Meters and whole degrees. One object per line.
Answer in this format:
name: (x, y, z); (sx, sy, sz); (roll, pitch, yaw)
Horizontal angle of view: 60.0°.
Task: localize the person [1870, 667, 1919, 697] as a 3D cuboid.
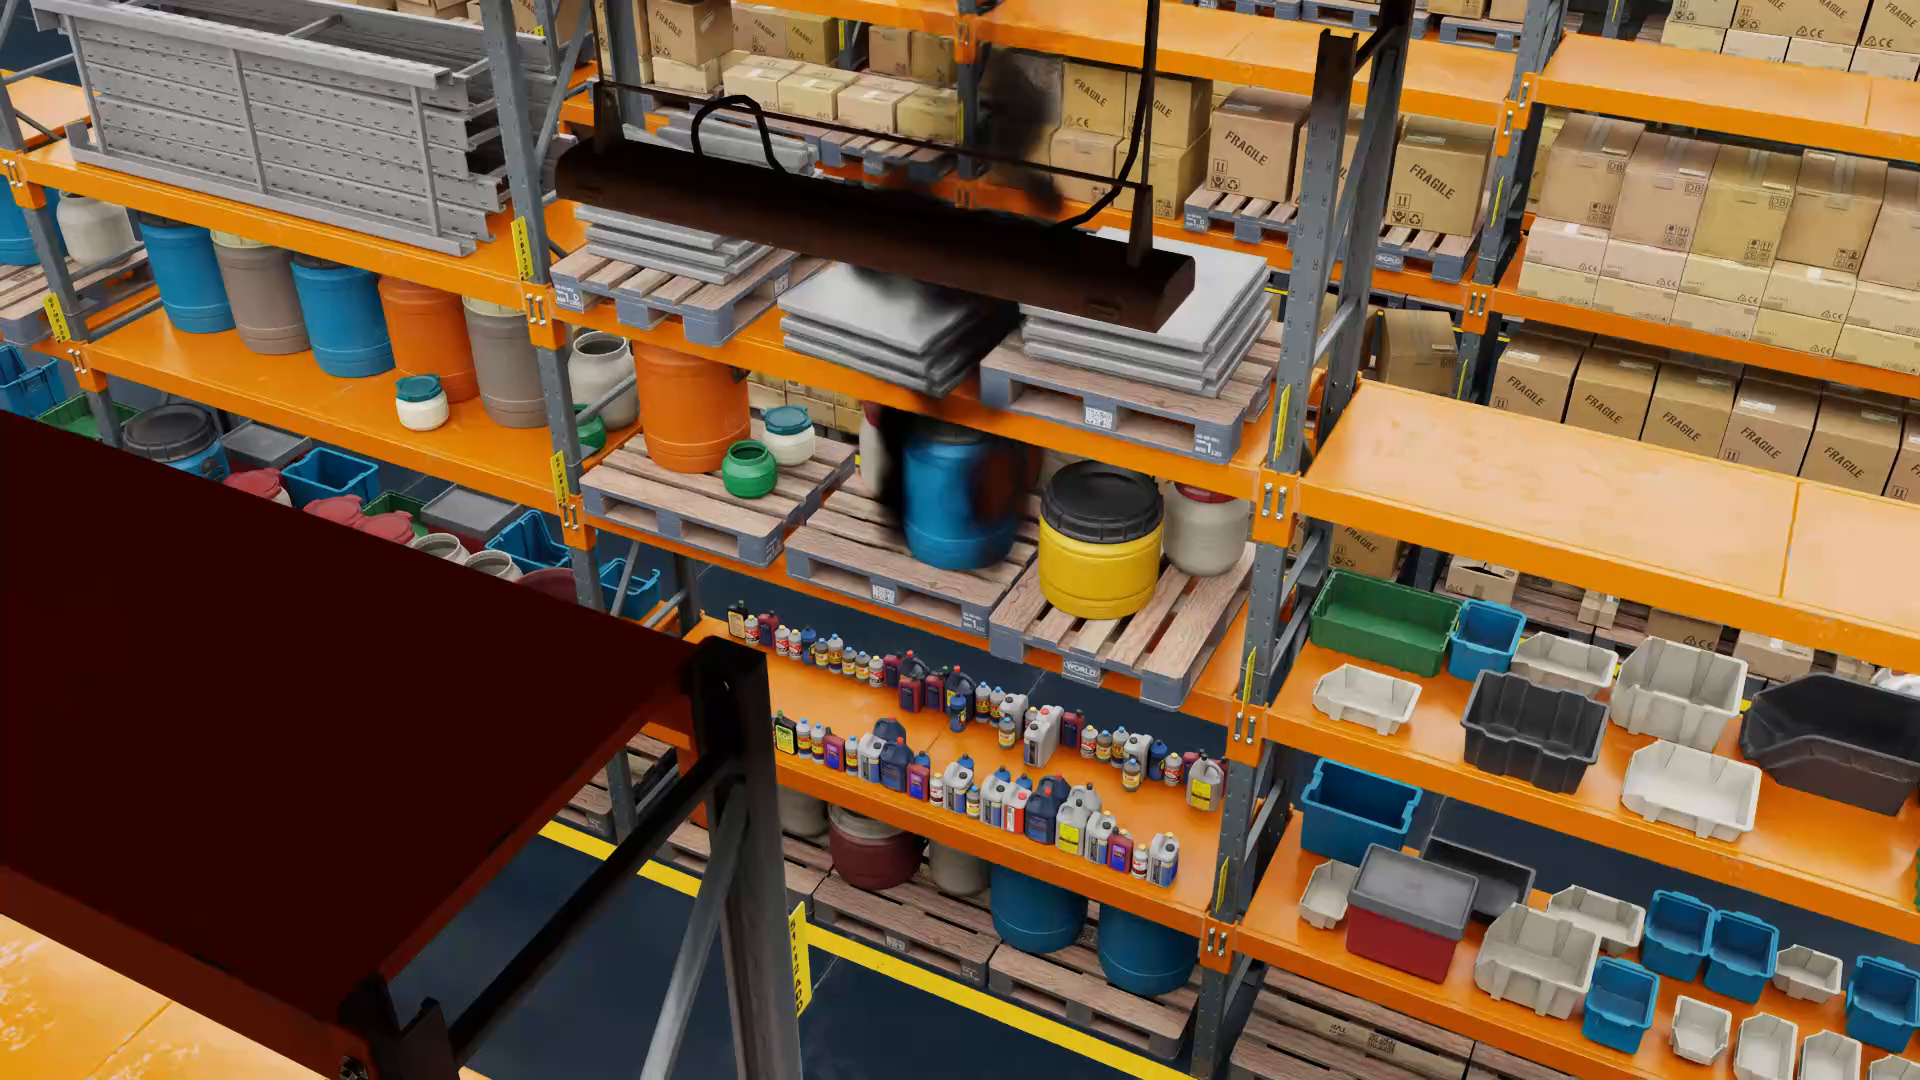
person: (5.837, 1.301, 10.460); (0.881, 1.815, 0.685); (9, 36, 13)
